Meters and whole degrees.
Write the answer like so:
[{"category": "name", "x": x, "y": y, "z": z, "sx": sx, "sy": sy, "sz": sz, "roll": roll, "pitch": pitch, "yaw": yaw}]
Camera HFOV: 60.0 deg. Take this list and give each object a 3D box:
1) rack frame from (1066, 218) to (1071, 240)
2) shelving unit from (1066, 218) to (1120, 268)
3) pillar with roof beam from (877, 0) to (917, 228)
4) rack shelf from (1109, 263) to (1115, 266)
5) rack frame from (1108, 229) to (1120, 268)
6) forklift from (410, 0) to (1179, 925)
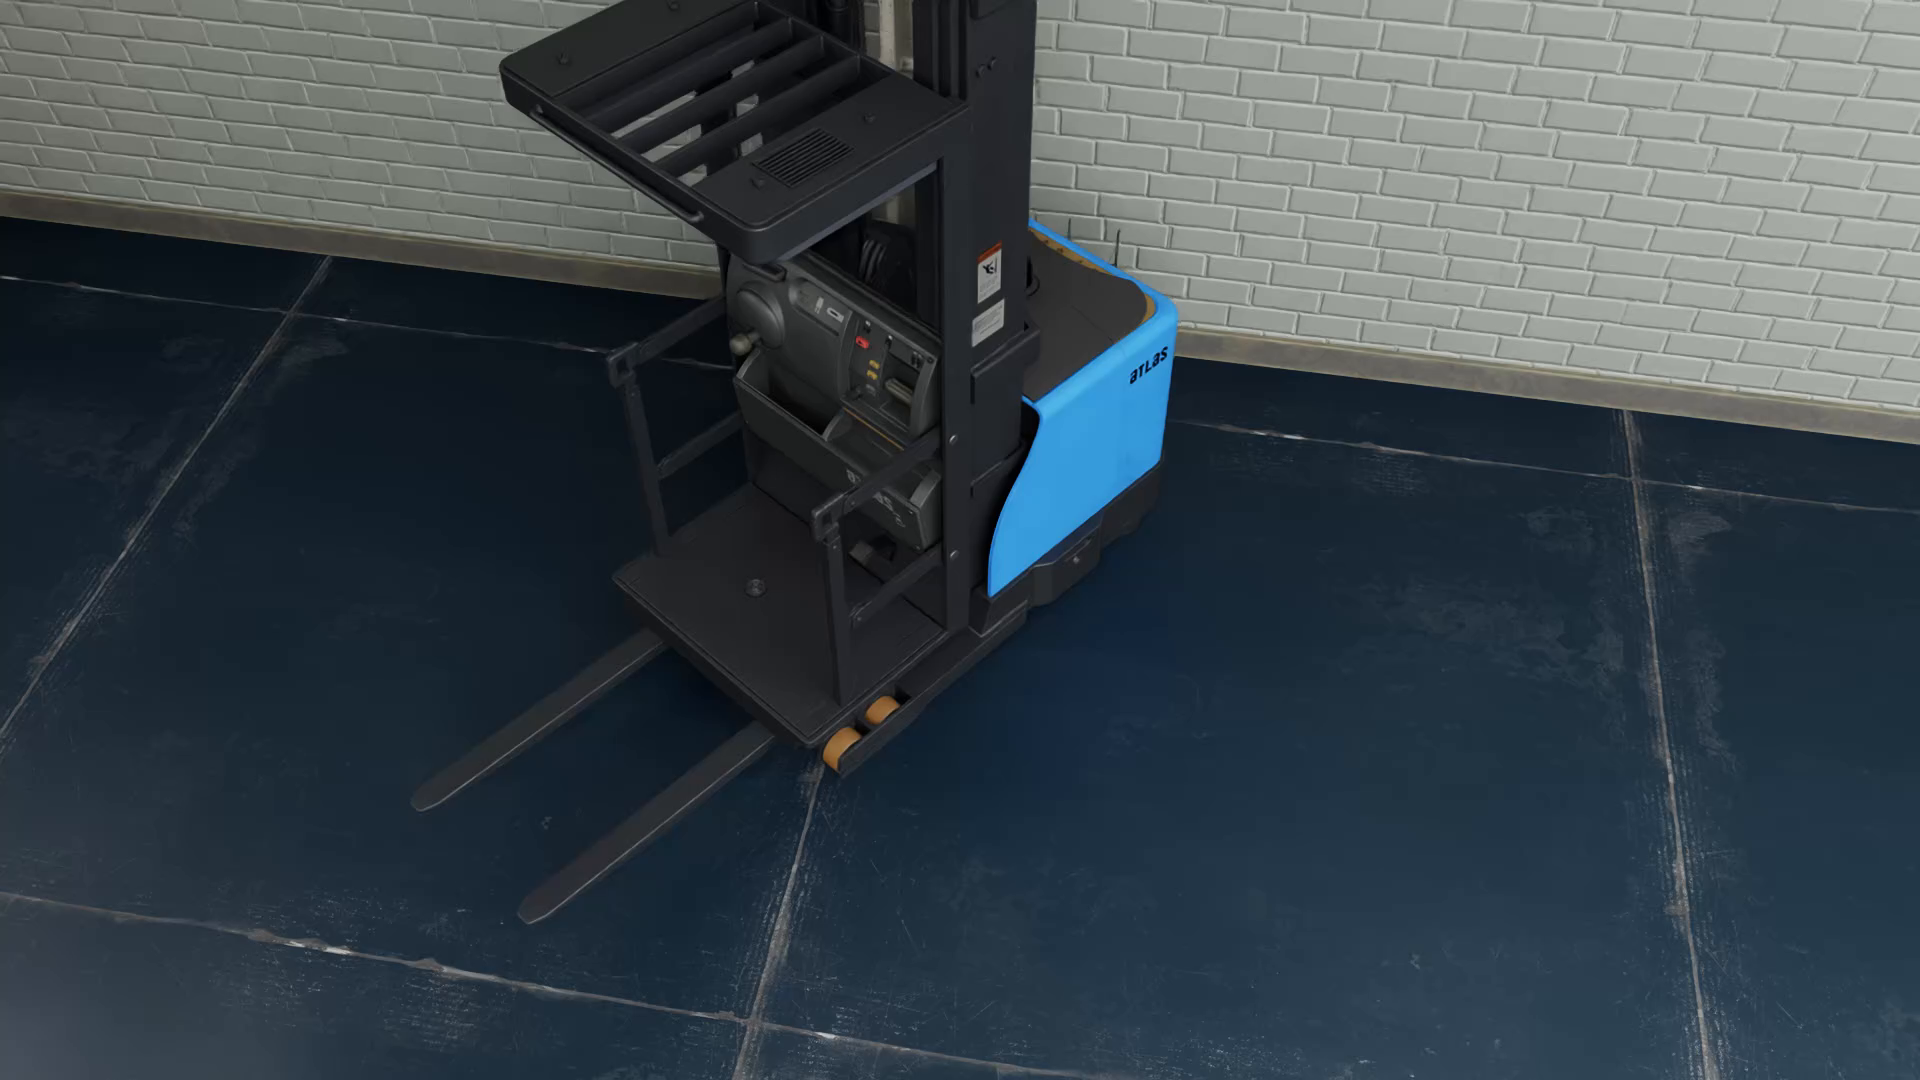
[{"category": "rack frame", "x": 0.404, "y": -0.905, "z": 6.930, "sx": 0.006, "sy": 0.900, "sz": 0.240, "roll": 15, "pitch": 50, "yaw": 13}, {"category": "shelving unit", "x": 0.500, "y": -0.880, "z": 6.908, "sx": 0.210, "sy": 0.900, "sz": 0.258, "roll": 15, "pitch": 50, "yaw": 13}, {"category": "pillar with roof beam", "x": -0.847, "y": -0.735, "z": 1.333, "sx": 0.400, "sy": 9.000, "sz": 9.100, "roll": 8, "pitch": 49, "yaw": 7}, {"category": "rack shelf", "x": 0.500, "y": -1.038, "z": 6.732, "sx": 0.200, "sy": 0.077, "sz": 0.258, "roll": 15, "pitch": 50, "yaw": 13}, {"category": "rack frame", "x": 0.596, "y": -0.855, "z": 6.885, "sx": 0.006, "sy": 0.900, "sz": 0.240, "roll": 15, "pitch": 50, "yaw": 13}, {"category": "forklift", "x": -0.571, "y": -0.581, "z": 5.274, "sx": 1.130, "sy": 2.935, "sz": 3.031, "roll": 36, "pitch": 57, "yaw": 28}]
